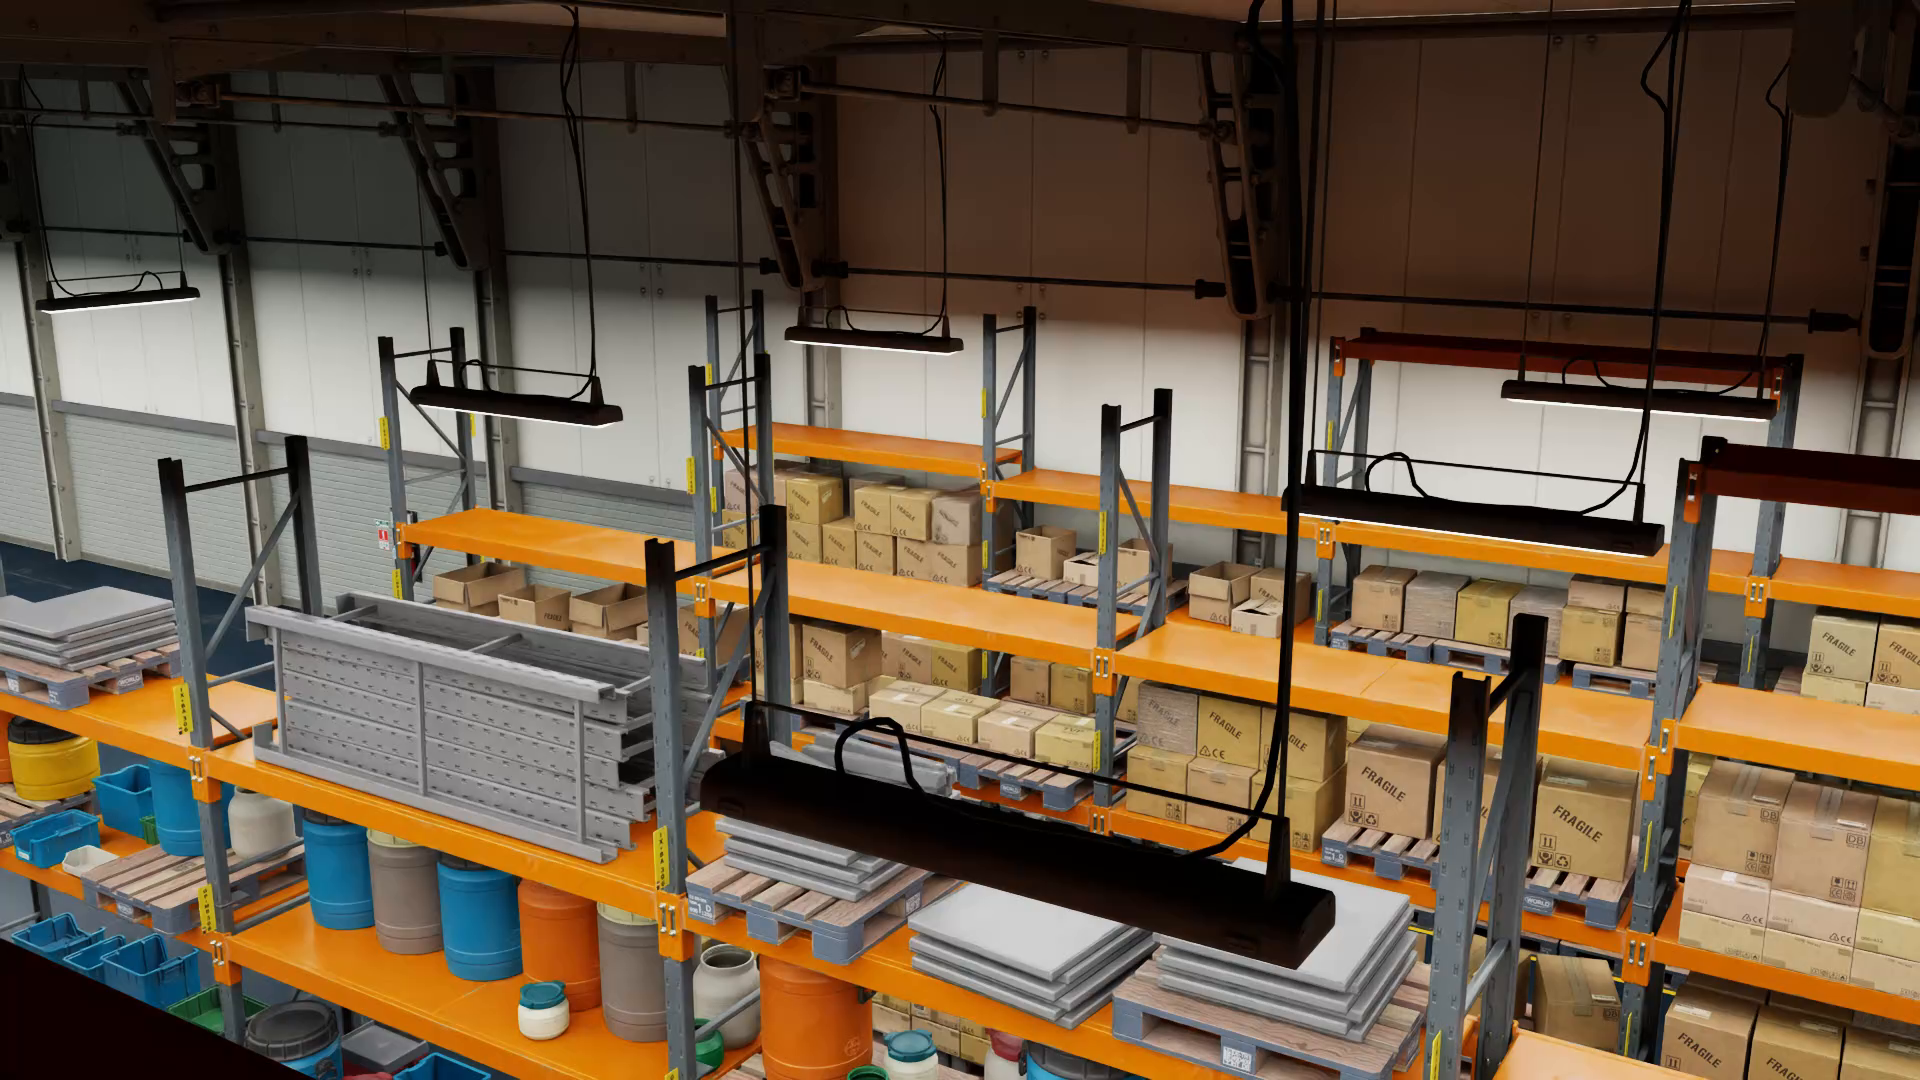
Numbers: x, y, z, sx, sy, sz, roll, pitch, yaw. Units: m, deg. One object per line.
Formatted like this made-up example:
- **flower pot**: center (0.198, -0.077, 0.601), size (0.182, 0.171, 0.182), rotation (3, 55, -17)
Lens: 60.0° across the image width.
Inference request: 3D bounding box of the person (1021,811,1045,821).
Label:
- **person**: center (0.560, 3.381, 16.172), size (0.581, 1.652, 0.553), rotation (2, 14, 9)
